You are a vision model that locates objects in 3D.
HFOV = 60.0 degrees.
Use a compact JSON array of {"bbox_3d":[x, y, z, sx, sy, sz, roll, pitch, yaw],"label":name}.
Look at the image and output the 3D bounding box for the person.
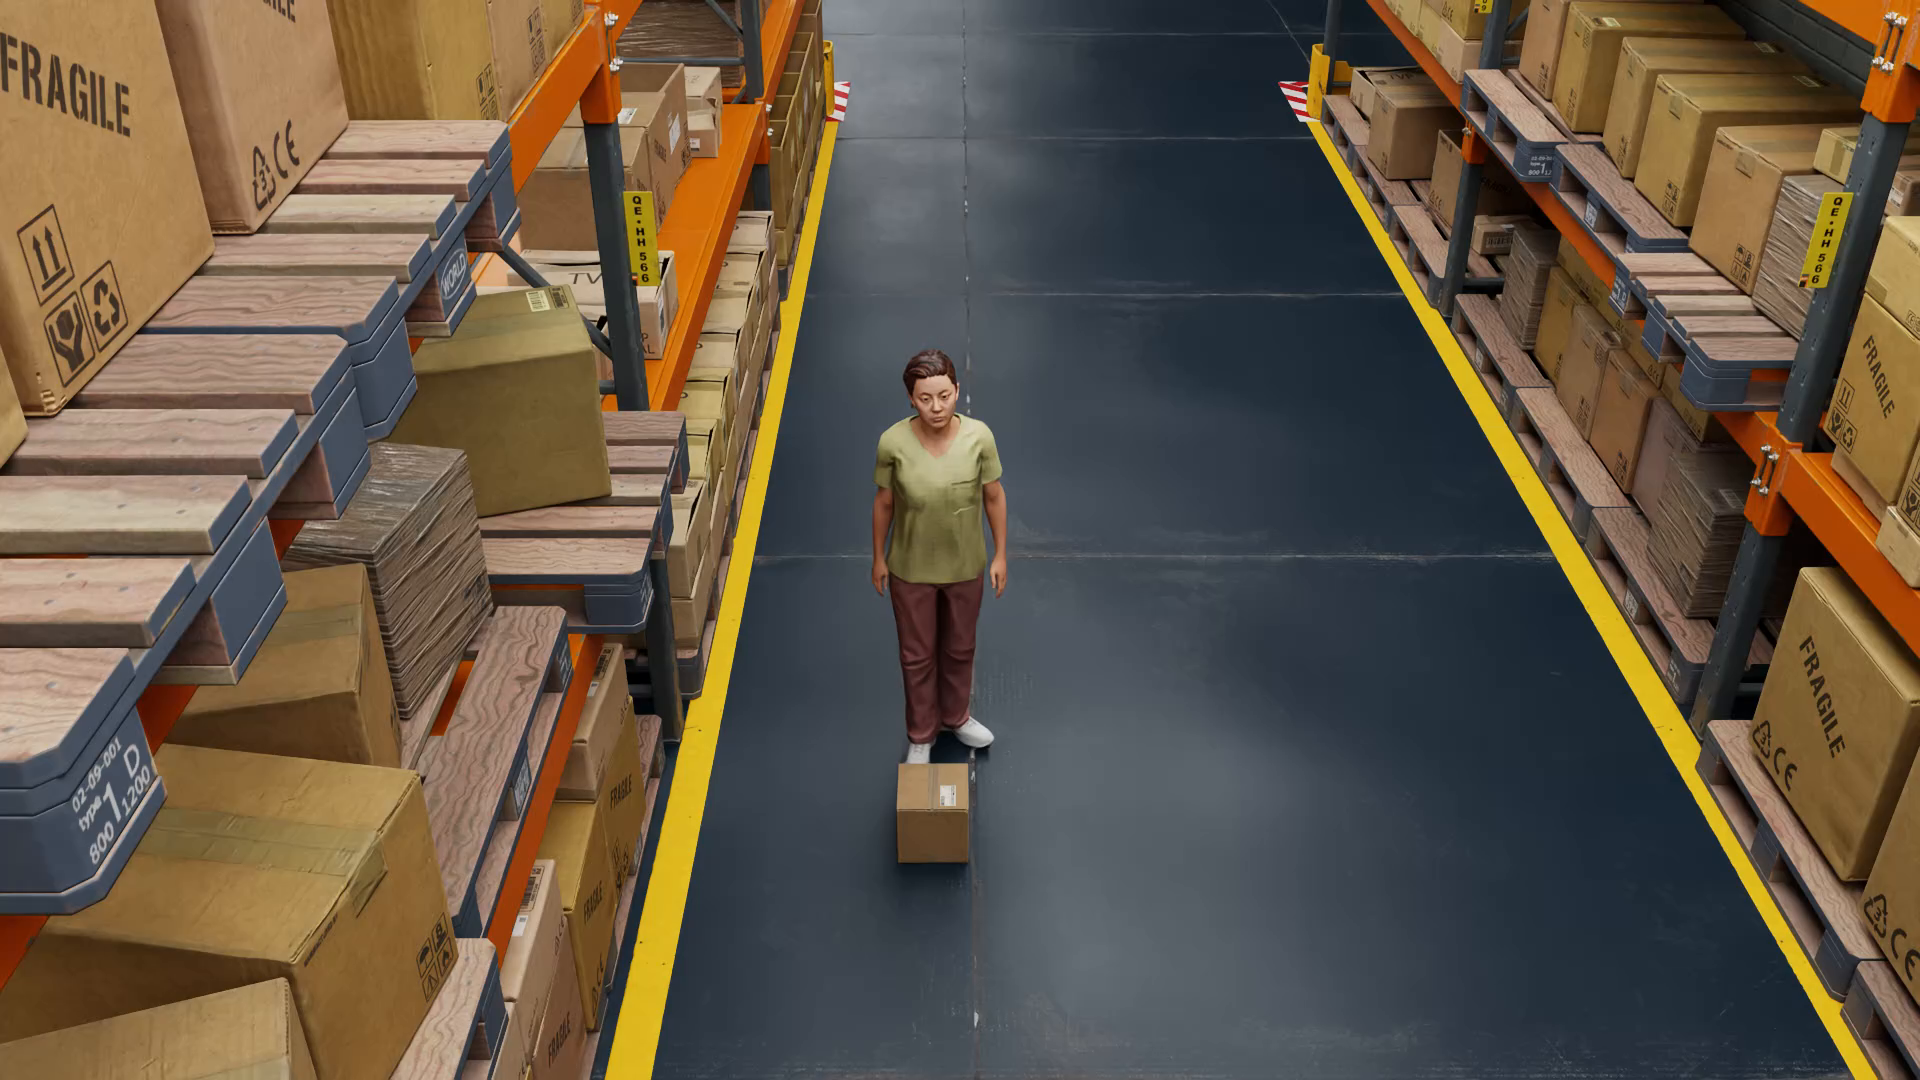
[{"bbox_3d":[-0.072,0.090,5.968,0.486,1.669,0.394,-4,32,-7],"label":"person"}]
